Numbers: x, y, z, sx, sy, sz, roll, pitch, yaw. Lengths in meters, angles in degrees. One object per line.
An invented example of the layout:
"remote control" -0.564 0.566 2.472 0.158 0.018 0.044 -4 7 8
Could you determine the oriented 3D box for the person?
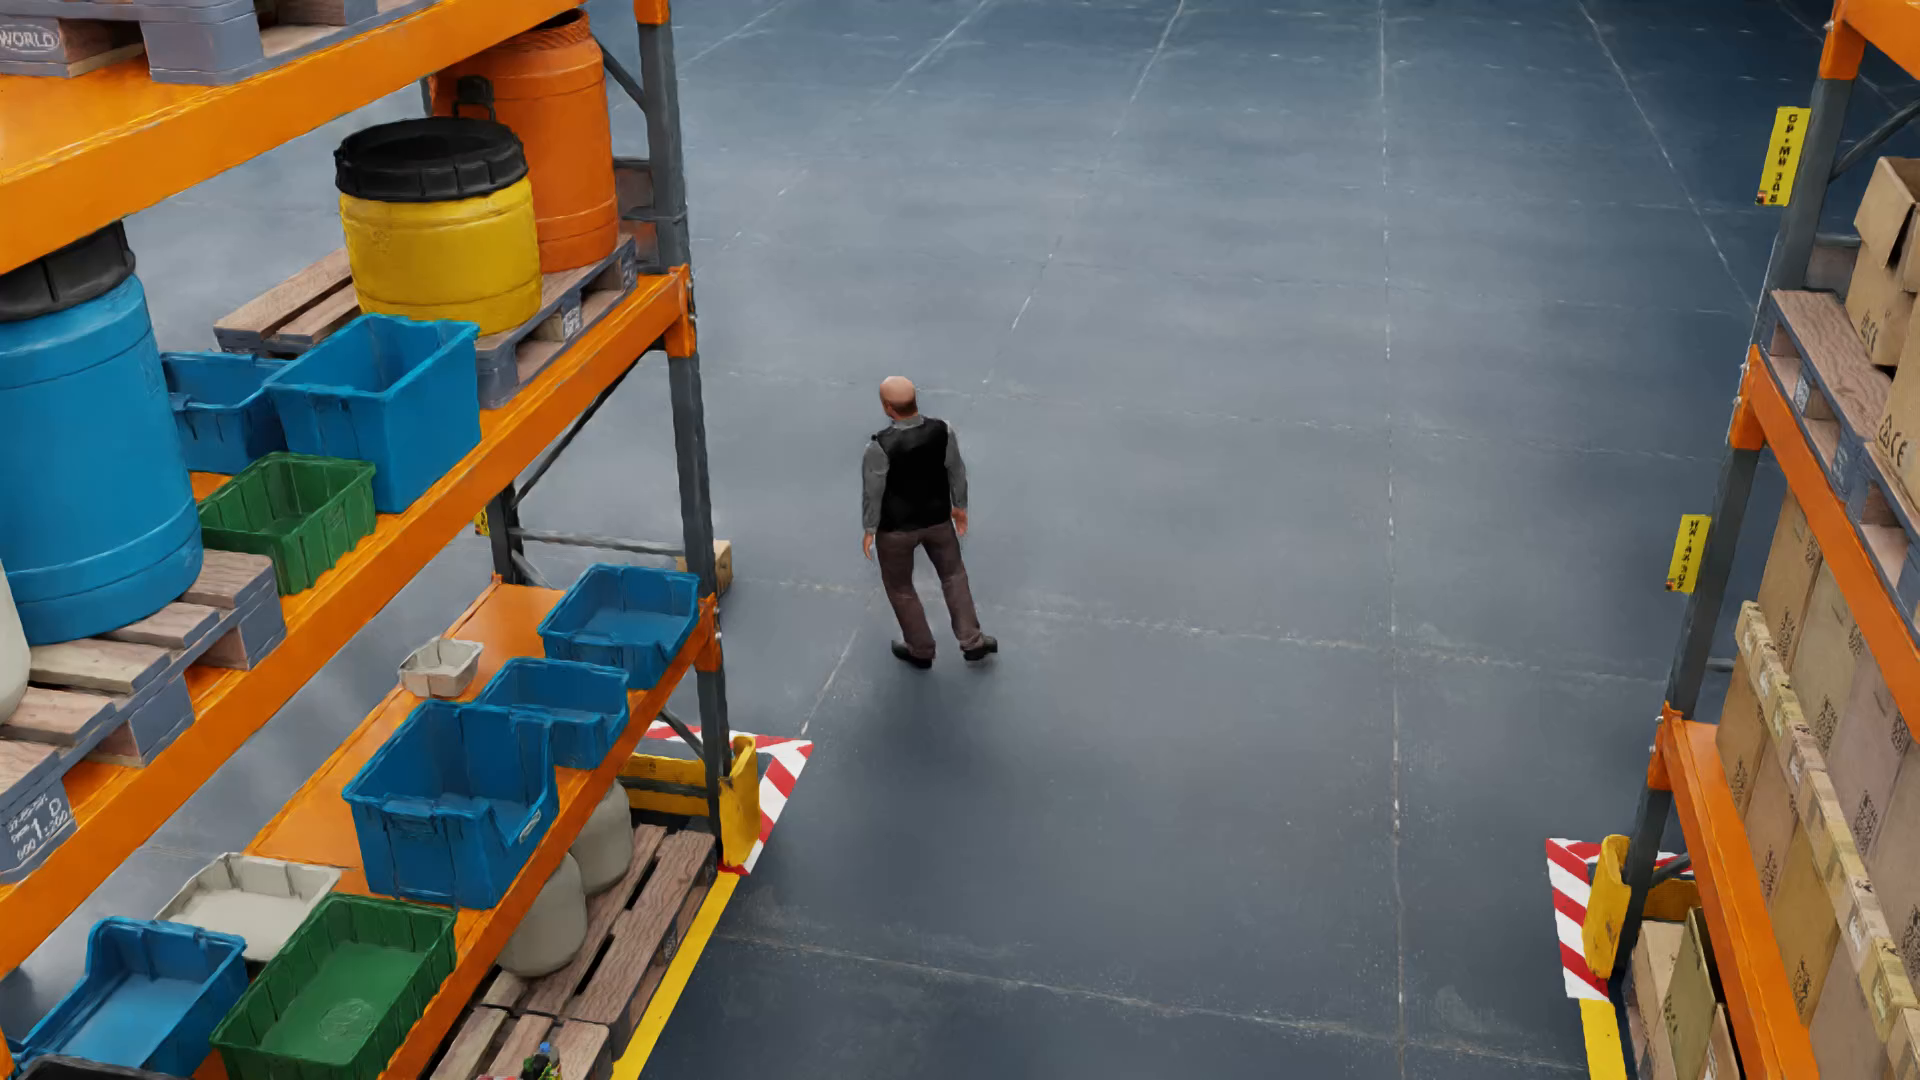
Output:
"person" -0.157 -0.075 8.803 0.721 1.699 0.517 -13 31 -22
